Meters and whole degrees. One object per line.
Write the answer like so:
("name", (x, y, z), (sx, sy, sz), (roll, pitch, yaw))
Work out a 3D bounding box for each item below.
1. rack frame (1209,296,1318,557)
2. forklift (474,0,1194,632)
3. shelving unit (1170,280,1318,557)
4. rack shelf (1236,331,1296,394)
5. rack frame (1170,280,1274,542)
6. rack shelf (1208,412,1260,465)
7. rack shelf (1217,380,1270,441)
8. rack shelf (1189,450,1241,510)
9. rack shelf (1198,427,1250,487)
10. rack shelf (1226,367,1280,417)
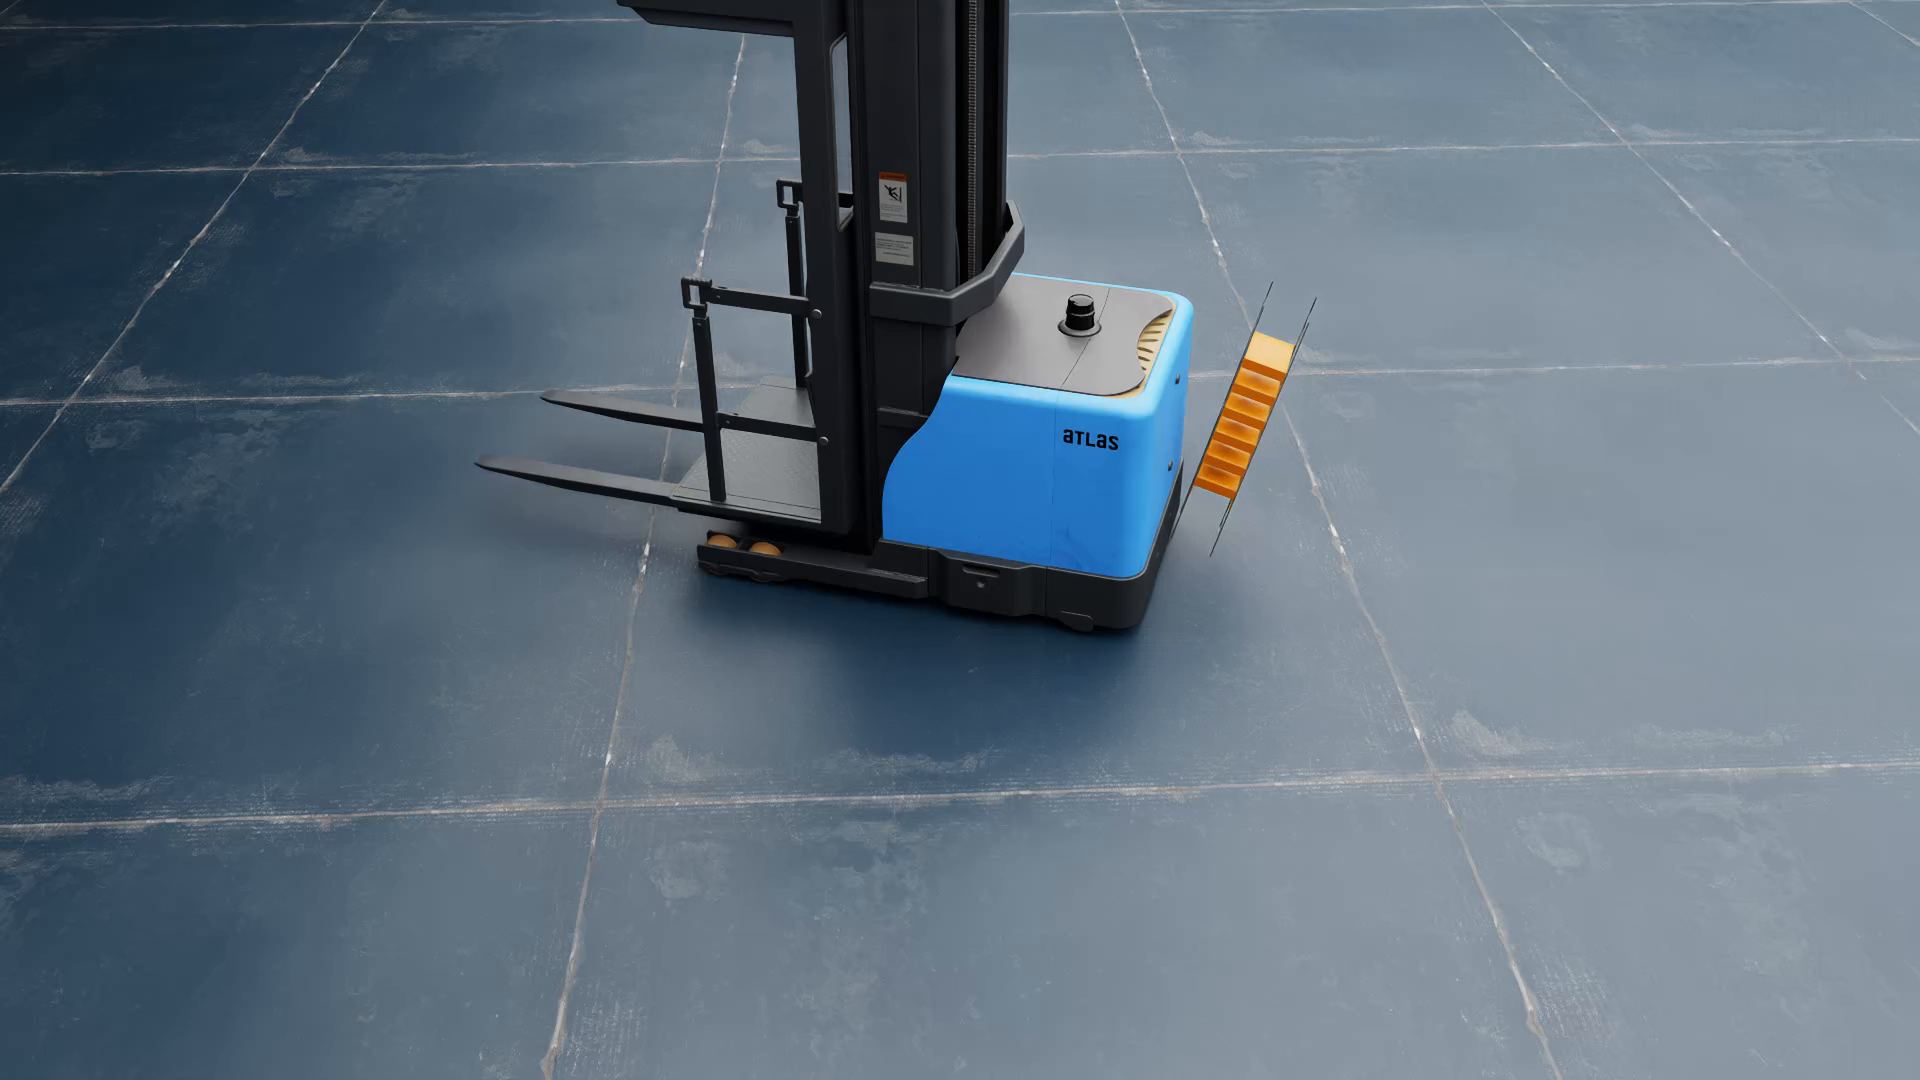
("rack frame", (1.245, -0.448, 6.870), (0.006, 1.200, 0.240), (21, 38, 6))
("forklift", (-0.604, -1.305, 6.560), (3.031, 2.935, 1.130), (9, 36, 13))
("shelving unit", (1.160, -0.481, 6.879), (0.189, 1.200, 0.258), (21, 38, 6))
("rack shelf", (1.232, -0.720, 6.687), (0.180, 0.103, 0.258), (21, 38, 6))
("rack frame", (1.075, -0.514, 6.888), (0.006, 1.200, 0.240), (21, 38, 6))
("rack shelf", (1.150, -0.447, 6.906), (0.180, 0.103, 0.258), (21, 38, 6))
("rack shelf", (1.177, -0.538, 6.833), (0.180, 0.103, 0.258), (21, 38, 6))
("rack shelf", (1.096, -0.265, 7.053), (0.180, 0.103, 0.258), (21, 38, 6))
("rack shelf", (1.123, -0.356, 6.980), (0.180, 0.103, 0.258), (21, 38, 6))
("rack shelf", (1.204, -0.629, 6.760), (0.180, 0.103, 0.258), (21, 38, 6))
